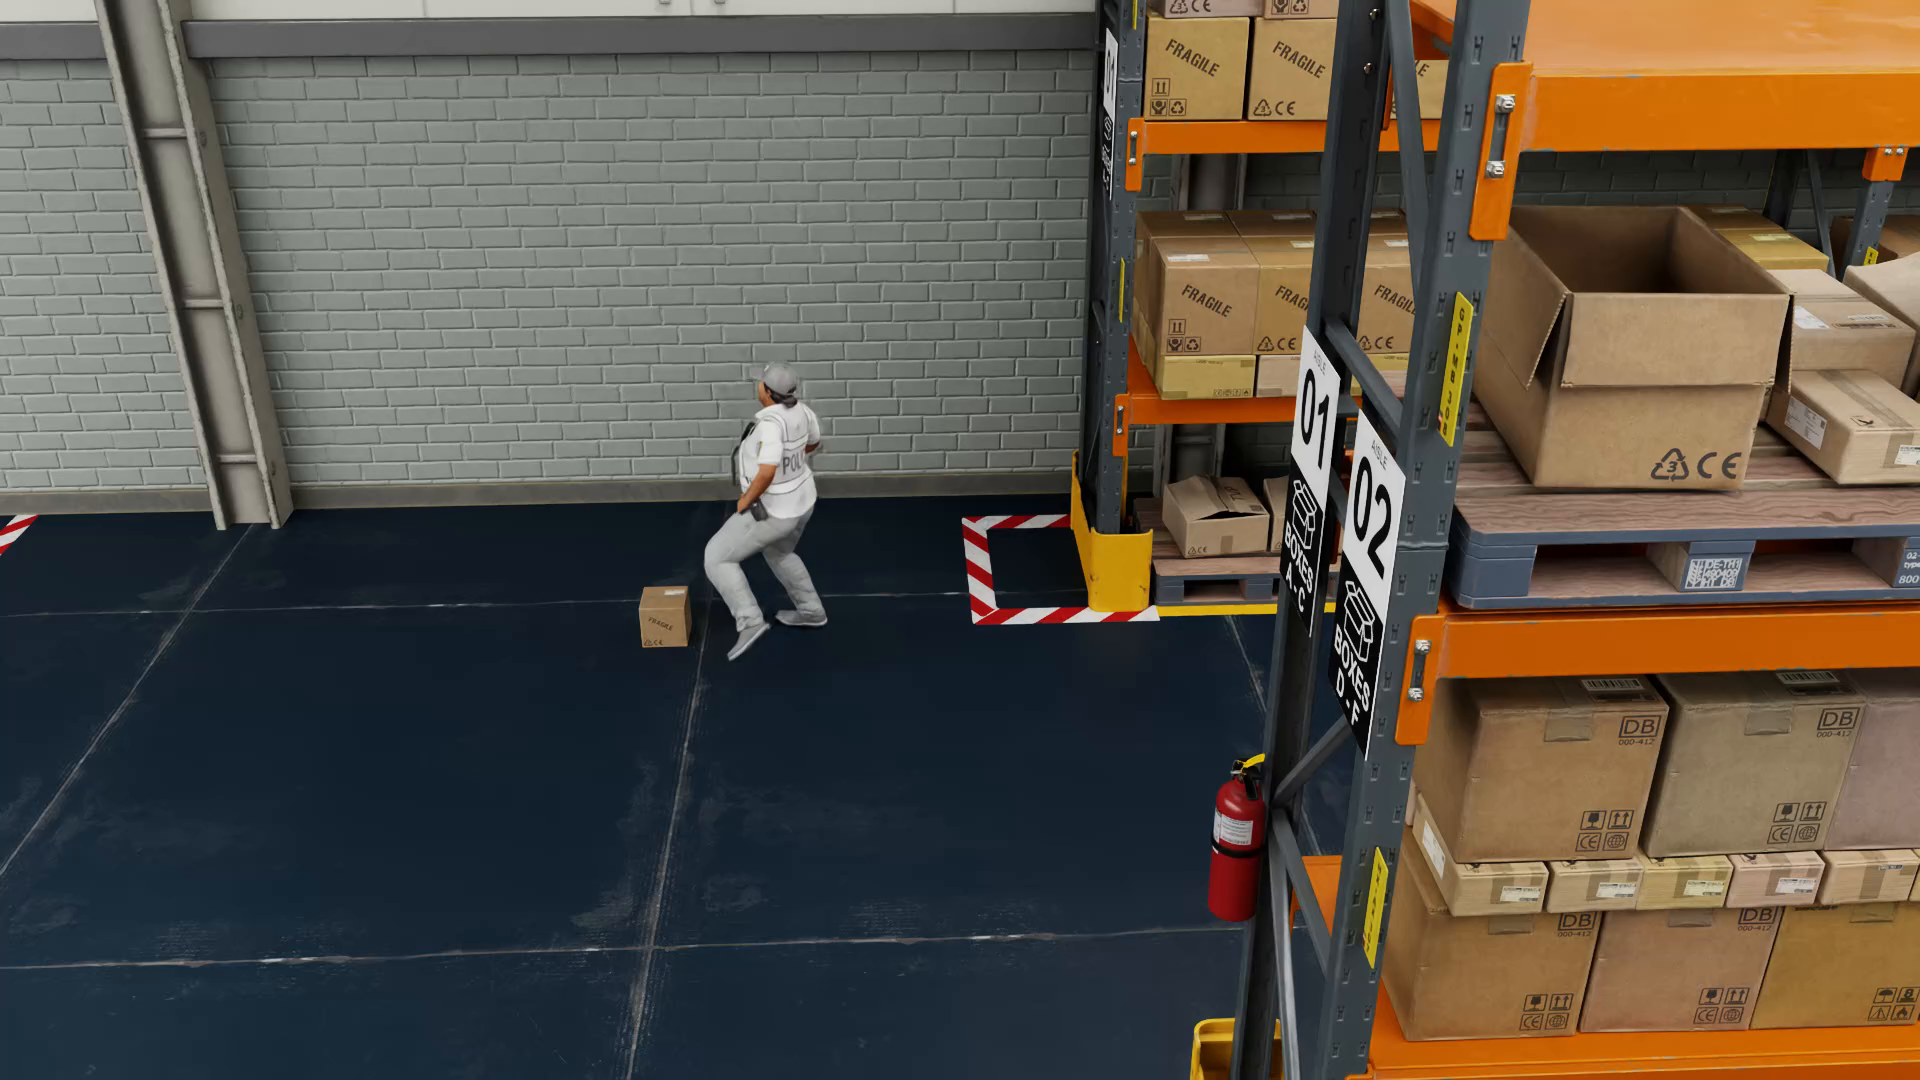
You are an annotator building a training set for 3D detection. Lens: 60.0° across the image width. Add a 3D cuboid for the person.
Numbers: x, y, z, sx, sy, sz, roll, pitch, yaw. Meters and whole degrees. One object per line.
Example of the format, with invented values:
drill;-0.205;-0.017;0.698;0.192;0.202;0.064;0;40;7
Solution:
person;-1.070;-0.174;8.981;0.533;1.633;0.781;8;29;15
